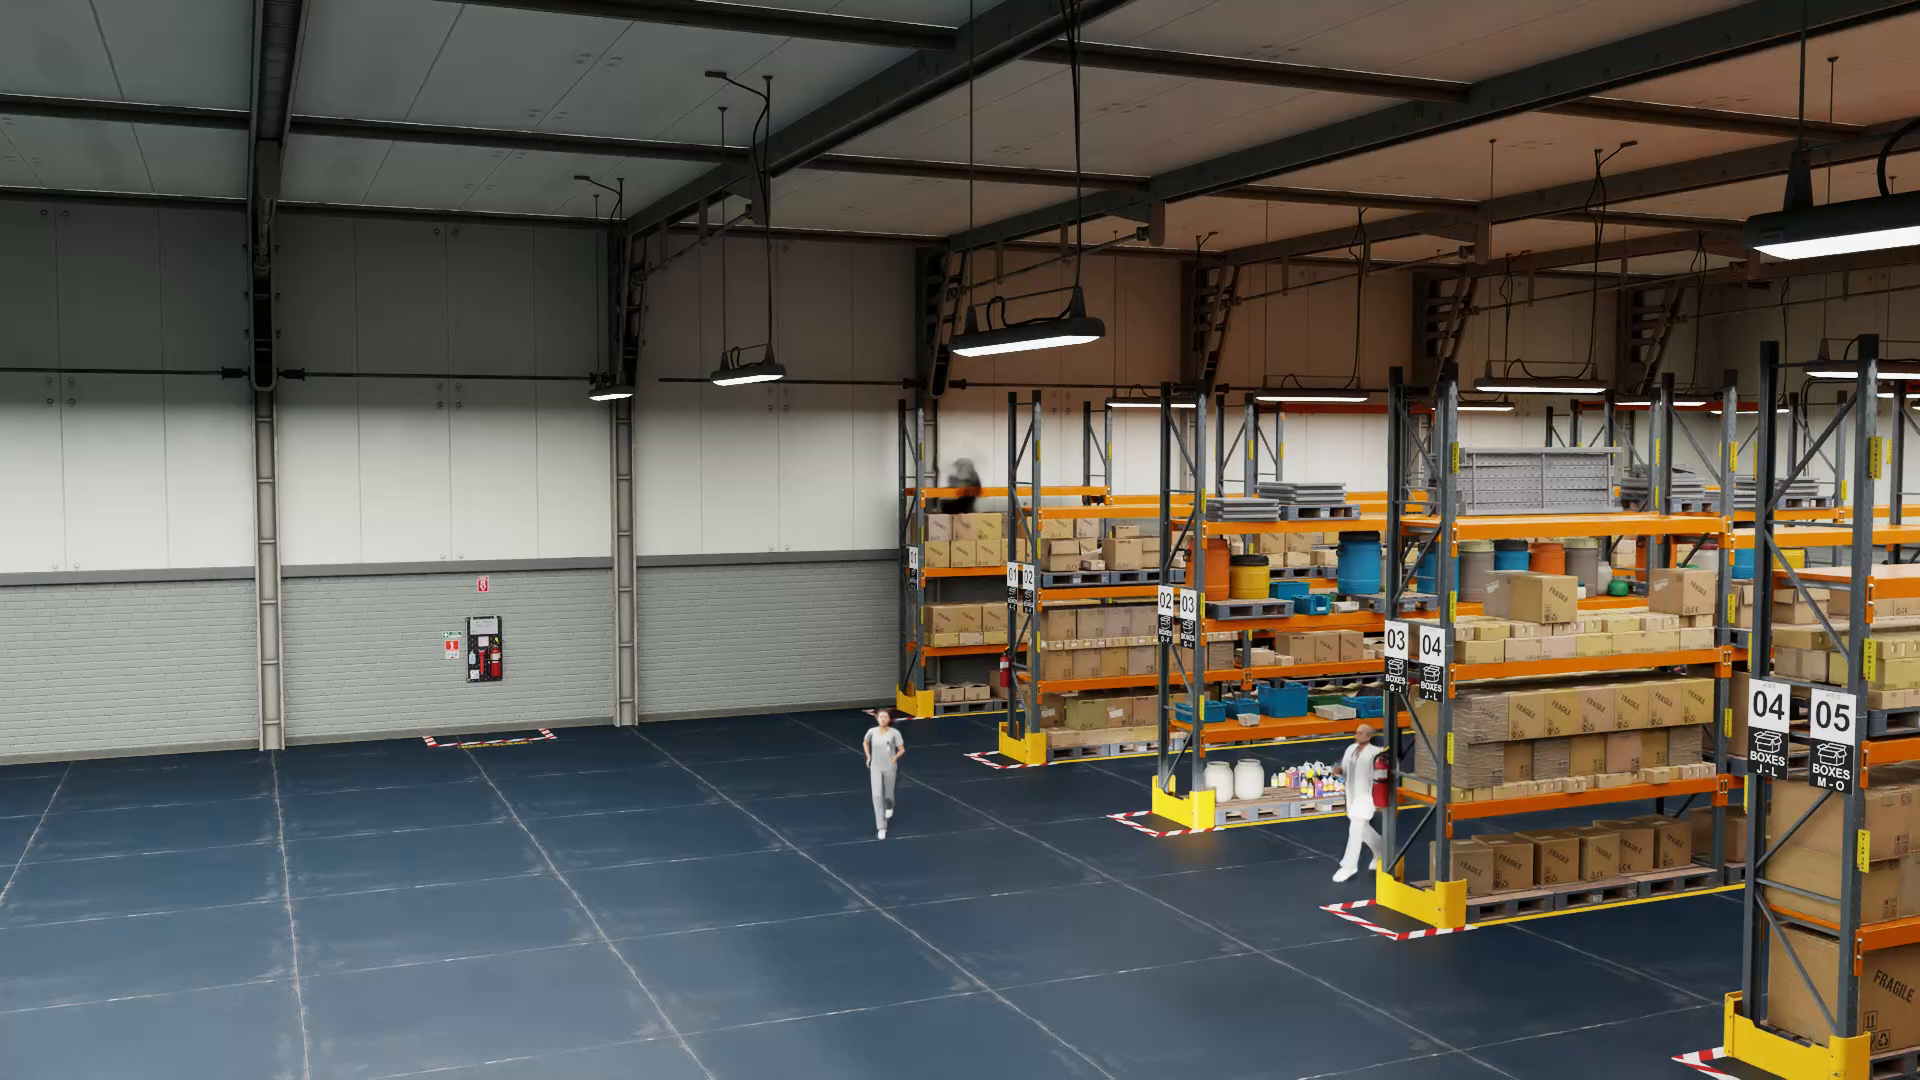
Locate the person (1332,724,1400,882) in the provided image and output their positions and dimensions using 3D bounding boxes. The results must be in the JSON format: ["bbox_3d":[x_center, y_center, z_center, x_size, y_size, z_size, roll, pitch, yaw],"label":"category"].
[{"bbox_3d":[4.776,3.088,19.766,0.981,1.804,0.694,-2,4,-26],"label":"person"}]

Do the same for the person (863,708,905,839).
[{"bbox_3d":[-1.013,3.008,22.042,0.567,1.580,0.879,0,3,3],"label":"person"}]
